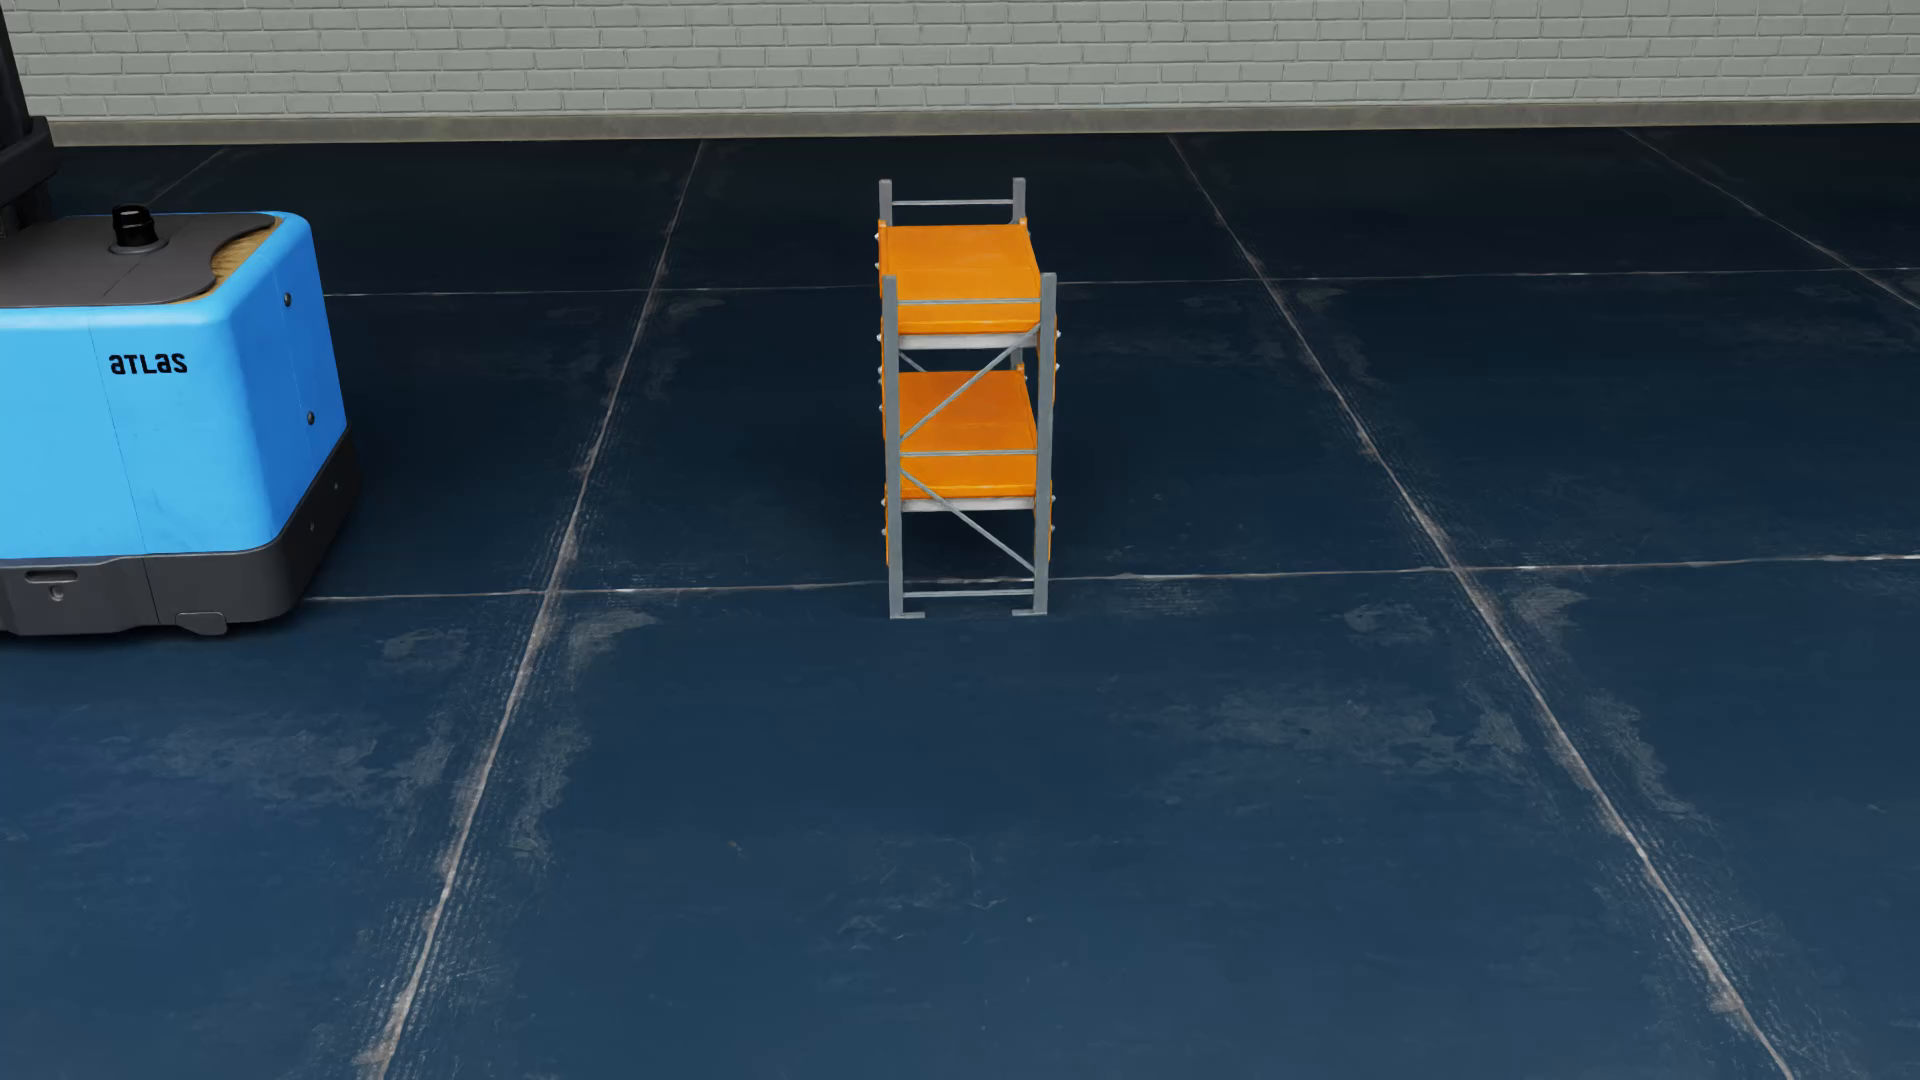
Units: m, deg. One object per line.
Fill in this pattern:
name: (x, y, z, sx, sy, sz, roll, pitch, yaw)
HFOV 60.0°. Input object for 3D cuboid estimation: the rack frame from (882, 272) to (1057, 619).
rack frame: (0.027, -0.261, 5.034, 0.500, 1.125, 0.032, -1, 28, -3)

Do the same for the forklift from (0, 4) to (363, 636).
forklift: (-3.621, -1.178, 4.839, 3.031, 2.935, 1.130, -2, 28, -4)

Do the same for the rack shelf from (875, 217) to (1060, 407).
rack shelf: (0.000, -0.755, 5.349, 0.538, 0.278, 1.000, -1, 28, -3)

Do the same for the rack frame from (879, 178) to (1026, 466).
rack frame: (-0.026, -0.730, 5.934, 0.500, 1.125, 0.032, -1, 28, -3)

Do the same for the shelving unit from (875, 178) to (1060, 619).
shelving unit: (0.000, -0.496, 5.484, 0.538, 1.125, 1.048, -1, 28, -3)

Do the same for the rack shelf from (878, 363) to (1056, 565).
rack shelf: (0.000, -0.279, 5.597, 0.538, 0.278, 1.000, -1, 28, -3)
